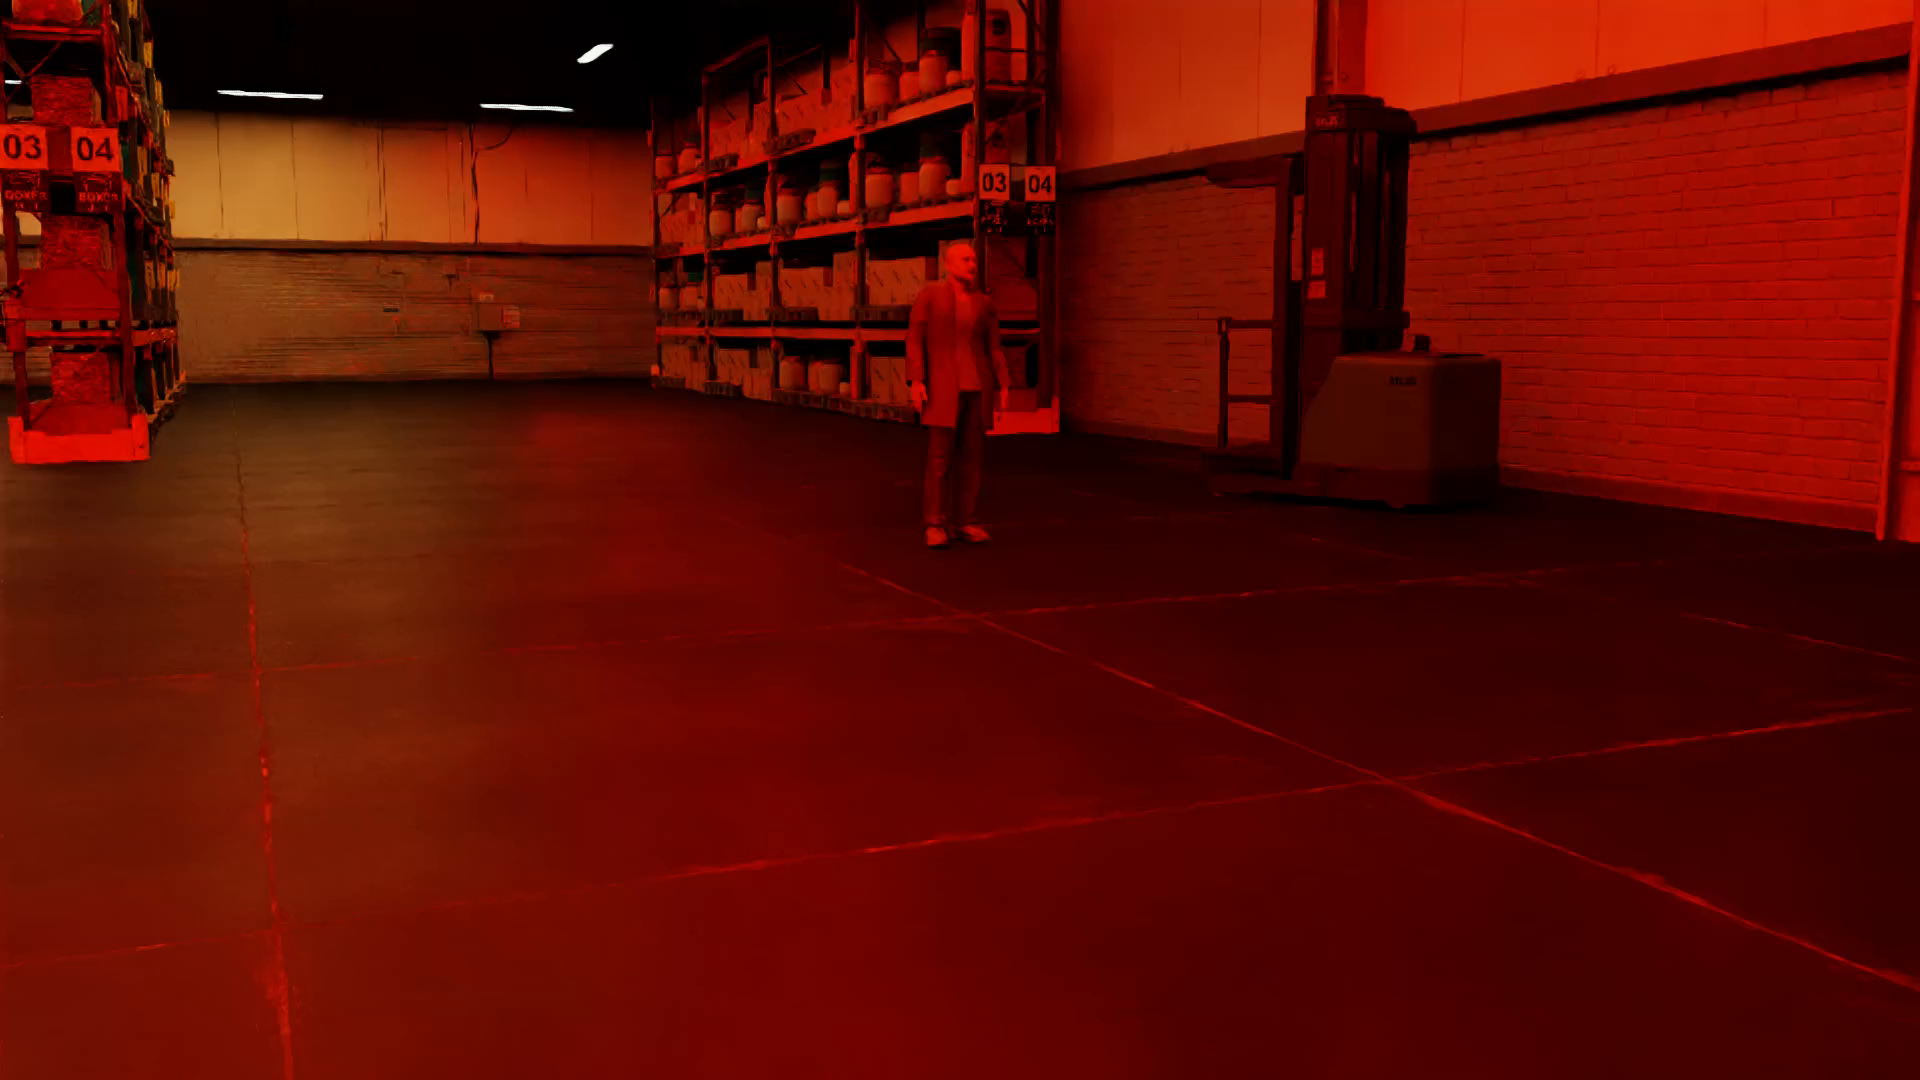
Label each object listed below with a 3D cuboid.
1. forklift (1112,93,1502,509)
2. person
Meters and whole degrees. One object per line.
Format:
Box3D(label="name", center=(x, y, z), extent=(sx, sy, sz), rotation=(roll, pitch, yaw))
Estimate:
Box3D(label="forklift", center=(2.536, -1.807, 12.650), extent=(1.130, 2.935, 3.031), rotation=(-7, 10, -43))
Box3D(label="person", center=(0.032, -0.877, 9.952), extent=(0.694, 1.776, 0.580), rotation=(-3, 8, -23))
